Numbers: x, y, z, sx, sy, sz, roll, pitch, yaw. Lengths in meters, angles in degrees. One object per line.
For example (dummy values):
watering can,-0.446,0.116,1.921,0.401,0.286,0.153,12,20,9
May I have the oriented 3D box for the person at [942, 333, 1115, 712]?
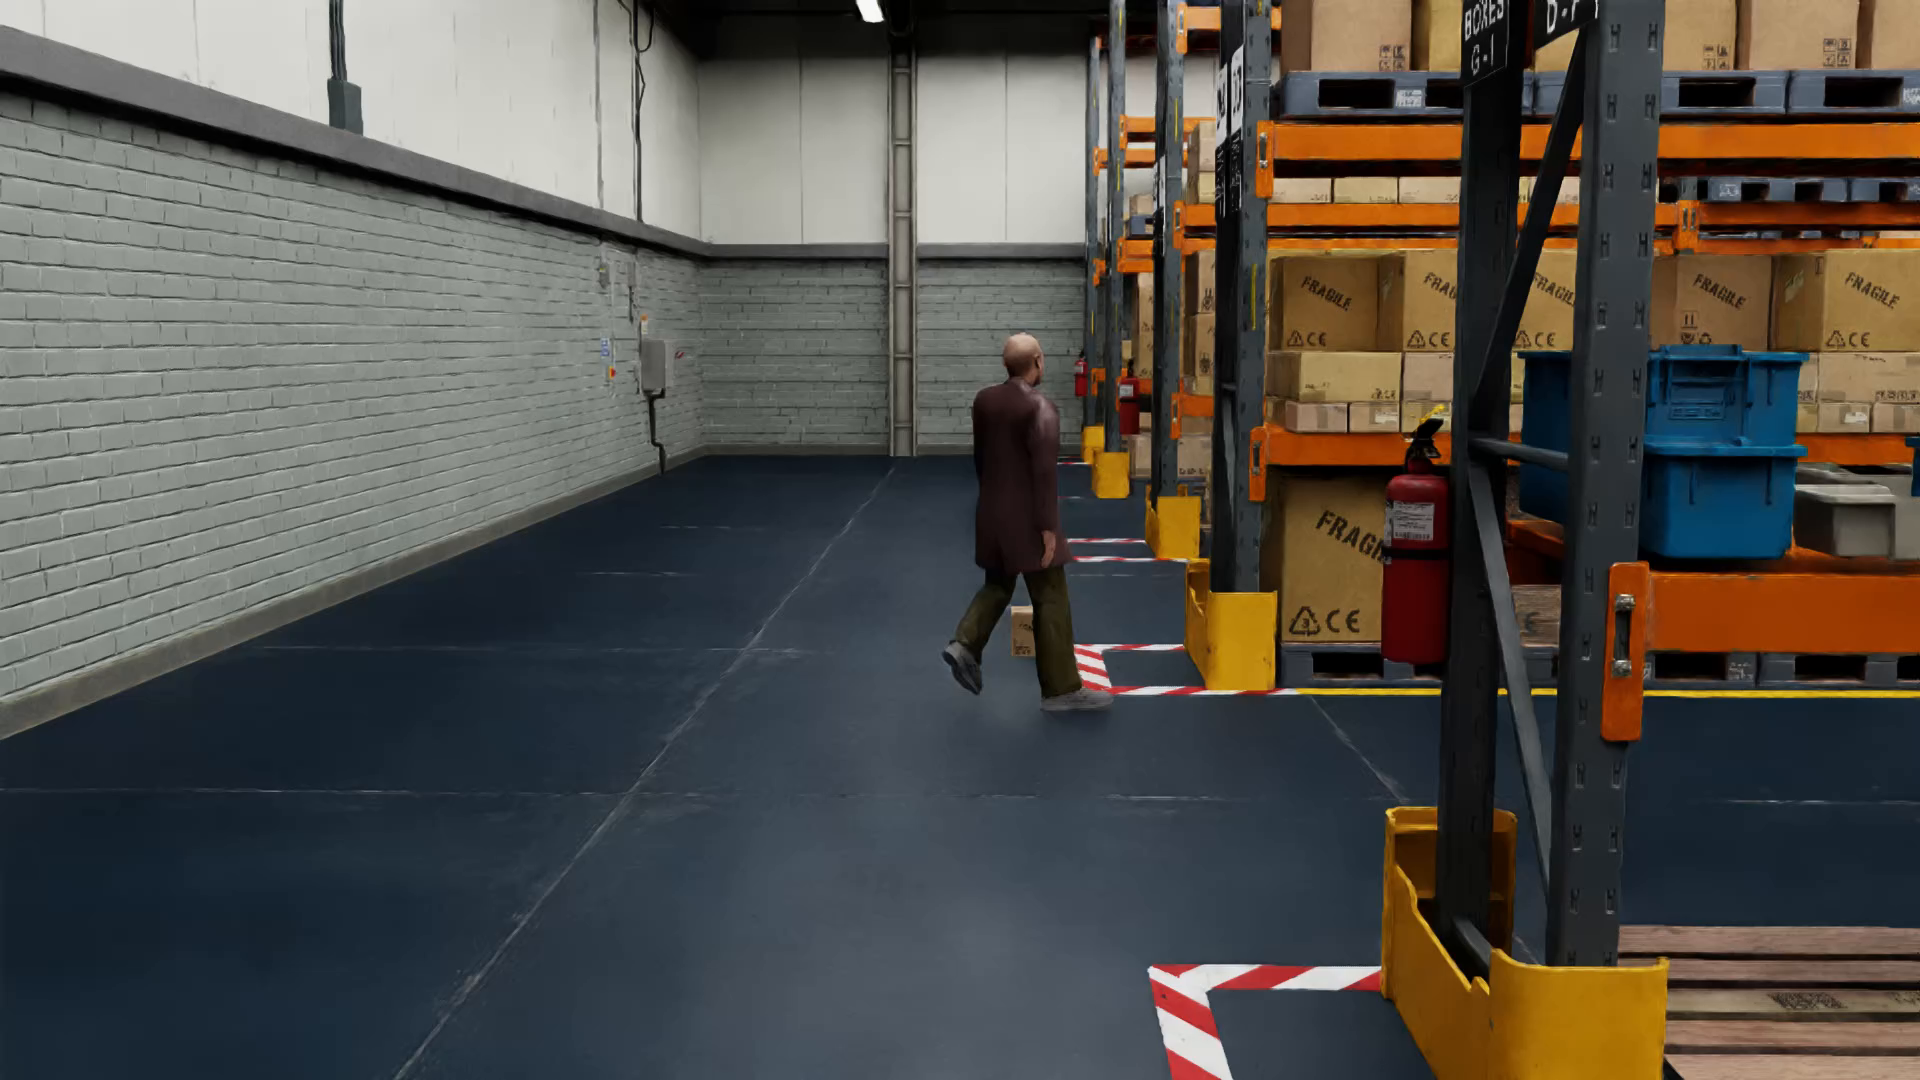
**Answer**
person,0.269,-0.084,7.843,0.679,1.771,0.700,-7,10,-43
